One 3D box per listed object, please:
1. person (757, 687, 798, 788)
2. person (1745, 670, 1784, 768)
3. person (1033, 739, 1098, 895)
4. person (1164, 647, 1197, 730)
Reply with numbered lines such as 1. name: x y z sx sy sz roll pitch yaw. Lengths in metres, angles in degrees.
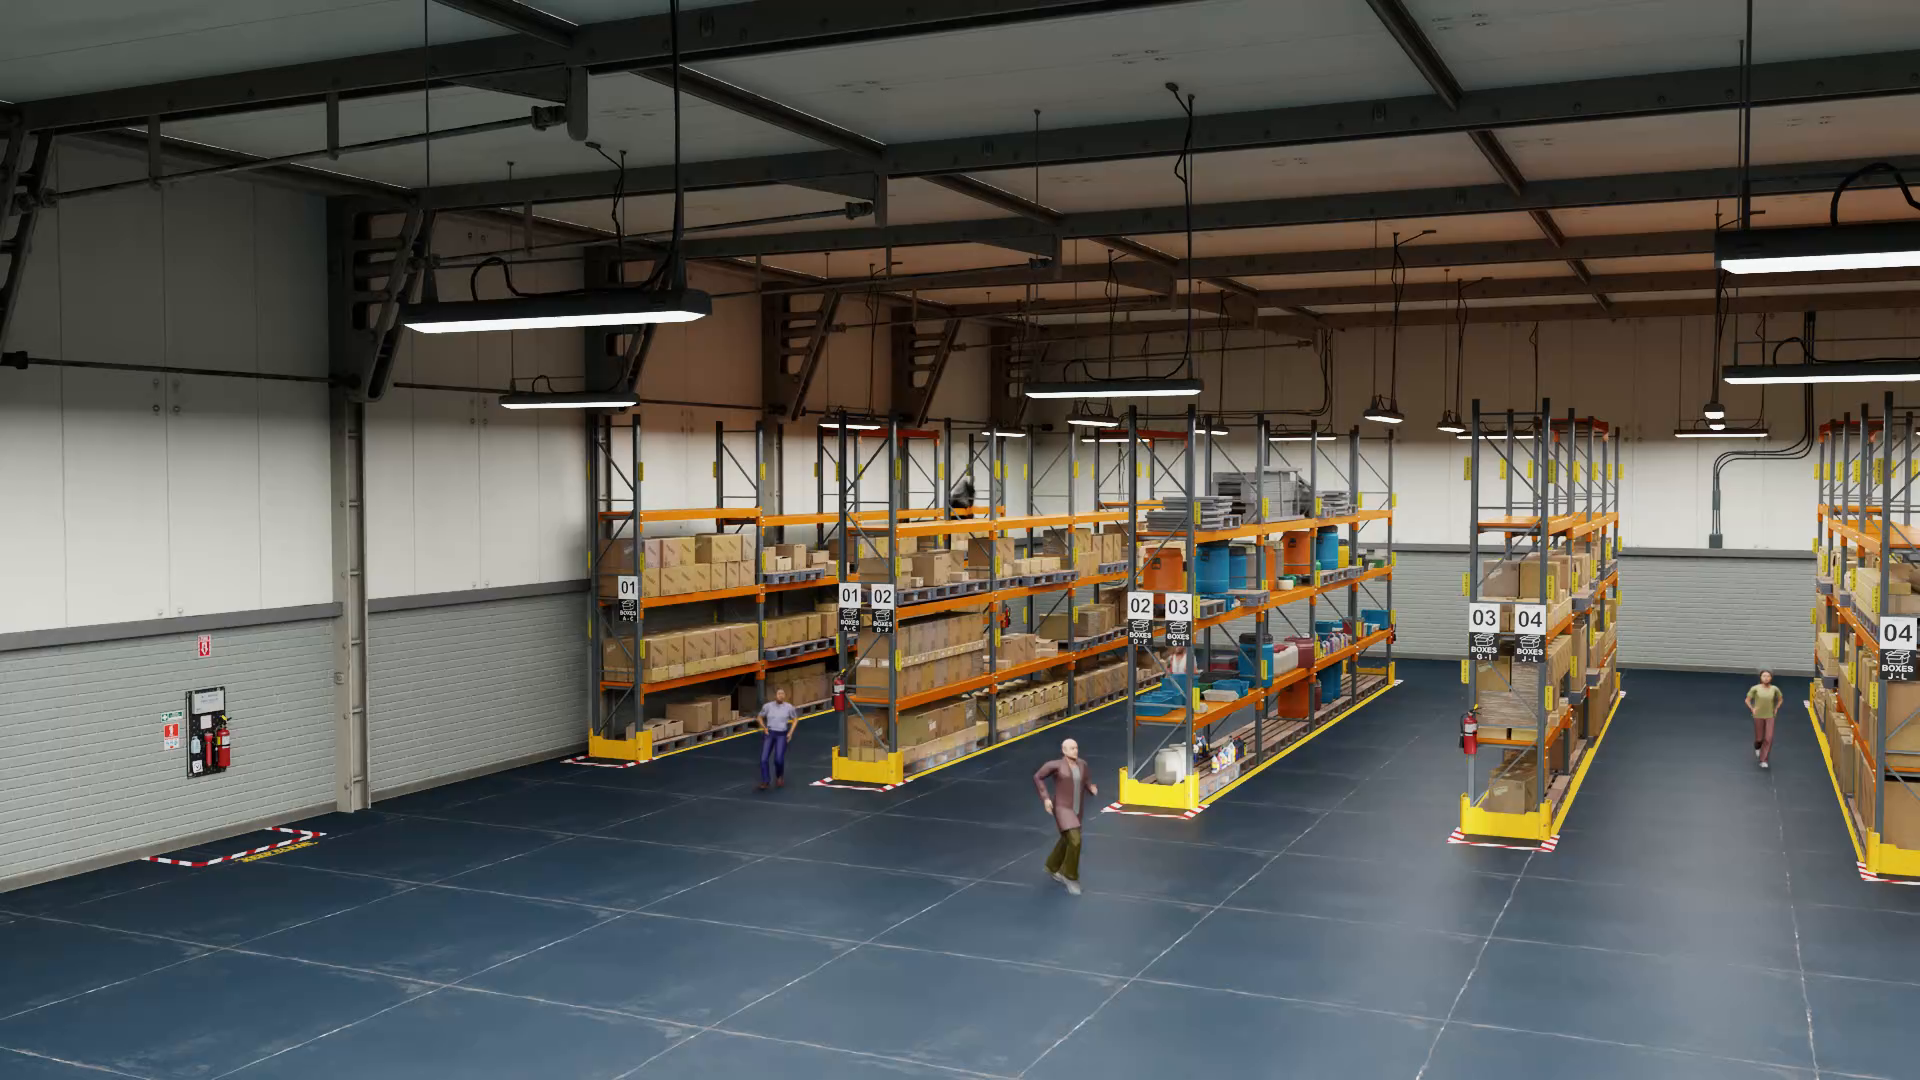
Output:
1. person: -2.915 3.132 26.333 0.628 1.585 0.516 0 2 3
2. person: 13.662 3.026 28.228 0.596 1.613 0.762 1 2 18
3. person: 1.301 3.304 19.982 0.686 1.847 0.854 -2 3 -42
4. person: 4.254 2.807 32.222 0.653 1.736 0.621 1 2 20
